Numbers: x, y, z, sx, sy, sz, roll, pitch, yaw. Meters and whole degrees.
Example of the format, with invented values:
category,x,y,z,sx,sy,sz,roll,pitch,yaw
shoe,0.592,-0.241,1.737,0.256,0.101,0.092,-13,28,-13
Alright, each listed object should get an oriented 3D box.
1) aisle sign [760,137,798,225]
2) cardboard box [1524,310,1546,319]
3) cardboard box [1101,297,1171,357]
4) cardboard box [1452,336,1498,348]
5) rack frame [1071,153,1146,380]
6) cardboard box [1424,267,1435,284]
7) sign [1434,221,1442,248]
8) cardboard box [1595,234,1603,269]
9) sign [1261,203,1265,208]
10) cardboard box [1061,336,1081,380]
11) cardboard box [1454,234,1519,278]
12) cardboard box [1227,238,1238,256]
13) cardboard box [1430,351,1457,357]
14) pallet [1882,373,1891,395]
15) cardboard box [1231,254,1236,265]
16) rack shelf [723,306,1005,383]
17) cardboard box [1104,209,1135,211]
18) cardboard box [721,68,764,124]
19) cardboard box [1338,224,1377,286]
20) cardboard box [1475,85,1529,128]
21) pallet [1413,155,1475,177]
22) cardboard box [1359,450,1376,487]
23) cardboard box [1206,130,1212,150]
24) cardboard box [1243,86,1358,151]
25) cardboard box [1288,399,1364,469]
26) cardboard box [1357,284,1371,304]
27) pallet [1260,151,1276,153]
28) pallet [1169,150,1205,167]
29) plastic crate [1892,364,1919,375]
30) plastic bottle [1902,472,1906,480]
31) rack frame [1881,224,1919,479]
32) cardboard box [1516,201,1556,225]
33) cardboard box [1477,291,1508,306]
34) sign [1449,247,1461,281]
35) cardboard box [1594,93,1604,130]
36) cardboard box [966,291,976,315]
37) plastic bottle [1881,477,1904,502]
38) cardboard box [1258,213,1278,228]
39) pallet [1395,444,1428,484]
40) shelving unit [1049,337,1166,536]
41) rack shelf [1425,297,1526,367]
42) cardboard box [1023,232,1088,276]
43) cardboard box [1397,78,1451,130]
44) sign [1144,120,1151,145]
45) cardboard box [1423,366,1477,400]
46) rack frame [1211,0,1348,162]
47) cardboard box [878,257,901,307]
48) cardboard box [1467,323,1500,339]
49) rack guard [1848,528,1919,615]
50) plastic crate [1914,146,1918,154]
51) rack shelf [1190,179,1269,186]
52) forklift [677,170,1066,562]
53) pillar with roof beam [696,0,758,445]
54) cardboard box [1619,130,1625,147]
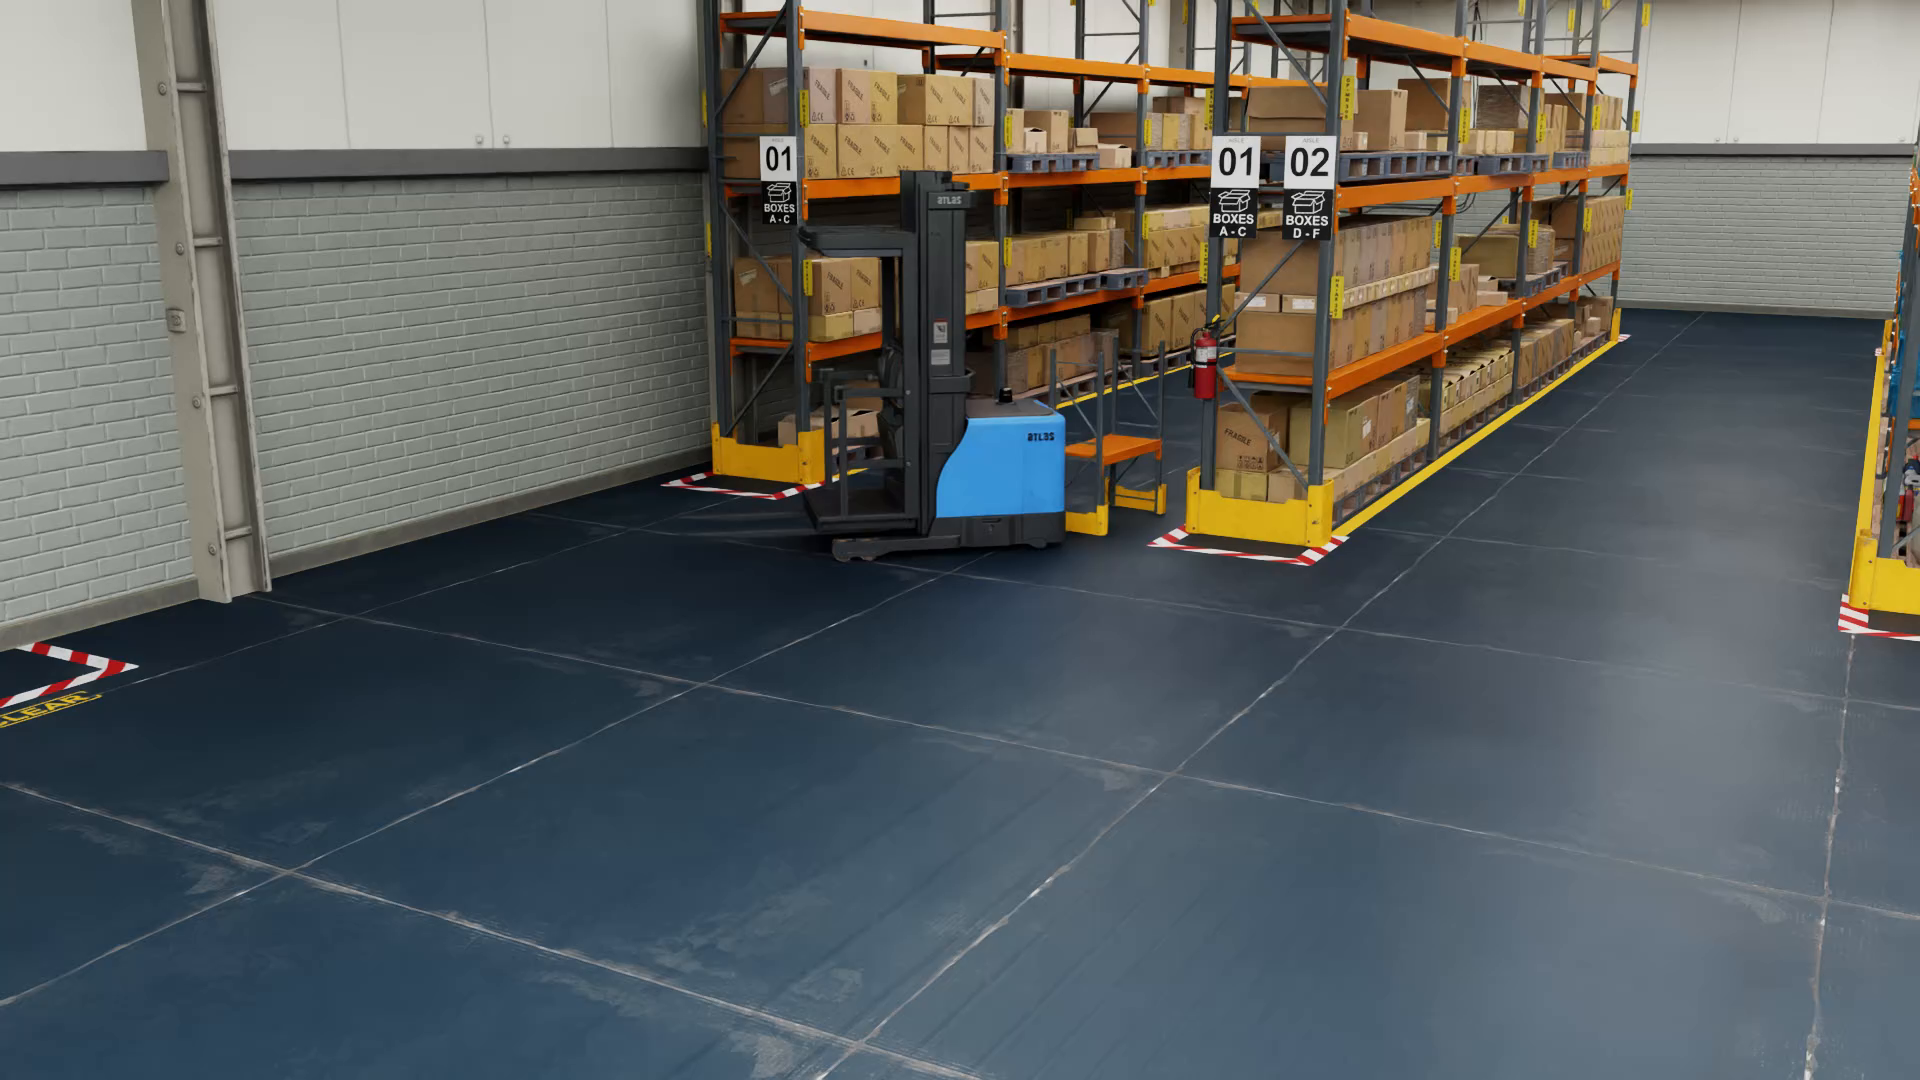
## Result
category,x,y,z,sx,sy,sz,roll,pitch,yaw
aisle sign,-1.653,-3.275,15.172,0.394,0.787,0.004,7,15,28
cardboard box,8.286,-3.109,24.426,0.500,0.500,0.500,7,15,28
cardboard box,2.457,-2.997,23.254,0.750,0.750,0.750,7,15,27
cardboard box,6.572,-2.358,21.310,0.500,0.500,0.500,8,16,30
rack frame,1.987,-3.702,22.487,1.000,3.000,0.127,7,15,28
cardboard box,4.447,-2.604,16.339,0.380,0.149,0.250,7,15,28
sign,5.845,-3.725,20.283,0.100,0.325,0.005,7,15,28
cardboard box,9.232,-4.292,24.722,0.500,0.500,0.500,7,15,28
sign,5.371,-5.866,29.451,0.100,0.325,0.005,7,15,28
cardboard box,1.118,-2.349,21.272,0.700,0.500,0.500,7,15,28
cardboard box,6.531,-3.536,20.691,0.700,0.500,0.500,2,14,9
cardboard box,3.918,-4.602,25.331,0.500,0.500,0.500,7,15,27
cardboard box,5.568,-2.098,19.611,0.500,0.311,0.500,7,15,27
pallet,12.184,-1.891,20.925,1.003,0.211,1.213,7,15,28
cardboard box,4.005,-4.308,25.498,0.380,0.149,0.250,8,15,29
rack shelf,-0.914,-2.121,17.466,1.077,0.370,4.000,7,15,28
cardboard box,2.233,-4.497,23.298,0.500,0.250,0.500,7,15,26
cardboard box,-1.901,-4.181,15.686,0.500,0.500,0.500,8,16,31
cardboard box,3.213,-2.496,14.507,0.700,0.500,0.500,7,15,28
cardboard box,6.541,-5.223,20.050,0.500,0.500,0.500,7,15,28
pallet,4.806,-3.868,17.186,0.805,0.209,1.217,7,15,26
cardboard box,3.392,-0.658,14.832,0.500,0.250,0.500,7,15,28
cardboard box,3.399,-6.075,24.779,0.700,0.500,0.500,6,15,25
cardboard box,2.739,-3.398,13.412,0.797,0.503,0.637,9,16,32
cardboard box,3.152,-0.919,14.318,0.500,0.500,0.500,7,15,28
cardboard box,3.334,-2.132,14.379,0.380,0.149,0.250,7,15,26
pallet,4.325,-6.104,26.242,1.003,0.211,1.213,7,15,28
pallet,2.790,-5.436,23.684,1.003,0.211,1.213,8,16,31
plastic crate,7.091,-1.135,12.157,0.499,0.251,0.408,7,15,28
plastic bottle,7.843,-0.454,13.900,0.097,0.271,0.097,0,14,0
rack frame,8.726,-1.758,14.428,1.000,3.000,0.127,7,15,28
cardboard box,8.277,-4.630,23.990,0.500,0.500,0.500,7,15,28
cardboard box,6.132,-2.803,19.297,0.380,0.149,0.250,7,15,28
sign,4.878,-2.717,16.388,0.100,0.325,0.005,7,15,28
cardboard box,8.826,-6.145,23.877,0.700,0.500,0.500,7,15,28
cardboard box,-0.159,-2.585,18.133,0.500,0.250,0.500,7,15,28
plastic bottle,7.675,-0.440,13.672,0.144,0.351,0.185,7,15,28
cardboard box,4.555,-4.927,26.929,0.980,0.700,0.700,7,15,27
pallet,3.970,-0.807,16.428,1.003,0.211,1.213,7,15,28
shelving unit,1.250,-0.904,14.083,0.587,1.500,1.083,9,16,34
rack shelf,5.358,-2.381,18.545,1.077,0.370,4.000,7,15,28
cardboard box,1.186,-3.608,20.949,0.700,0.500,0.500,7,15,28
cardboard box,4.724,-4.397,16.794,0.500,0.500,0.500,8,15,29
sign,2.461,-5.349,21.819,0.100,0.325,0.005,7,15,28
cardboard box,5.305,-1.726,18.065,0.500,0.311,0.500,7,15,26
rack frame,2.458,-4.416,12.651,1.000,3.000,0.127,7,15,28
cardboard box,-0.884,-2.631,16.724,0.500,0.500,0.500,7,15,26
cardboard box,6.595,-2.735,21.272,0.500,0.250,0.500,8,16,30
rack guard,6.788,0.256,11.403,1.175,0.500,0.348,7,15,28
plastic crate,13.185,-5.201,22.561,0.437,0.282,0.530,7,15,28
rack shelf,4.887,-6.041,27.326,1.077,0.370,4.000,7,15,28
forklift,-0.727,-1.393,13.058,3.031,2.935,1.130,-3,14,-11
pillar with roof beam,1.469,-4.731,13.955,9.100,9.000,0.400,7,15,28
cardboard box,9.926,-6.174,25.595,0.500,0.250,0.500,7,15,28
